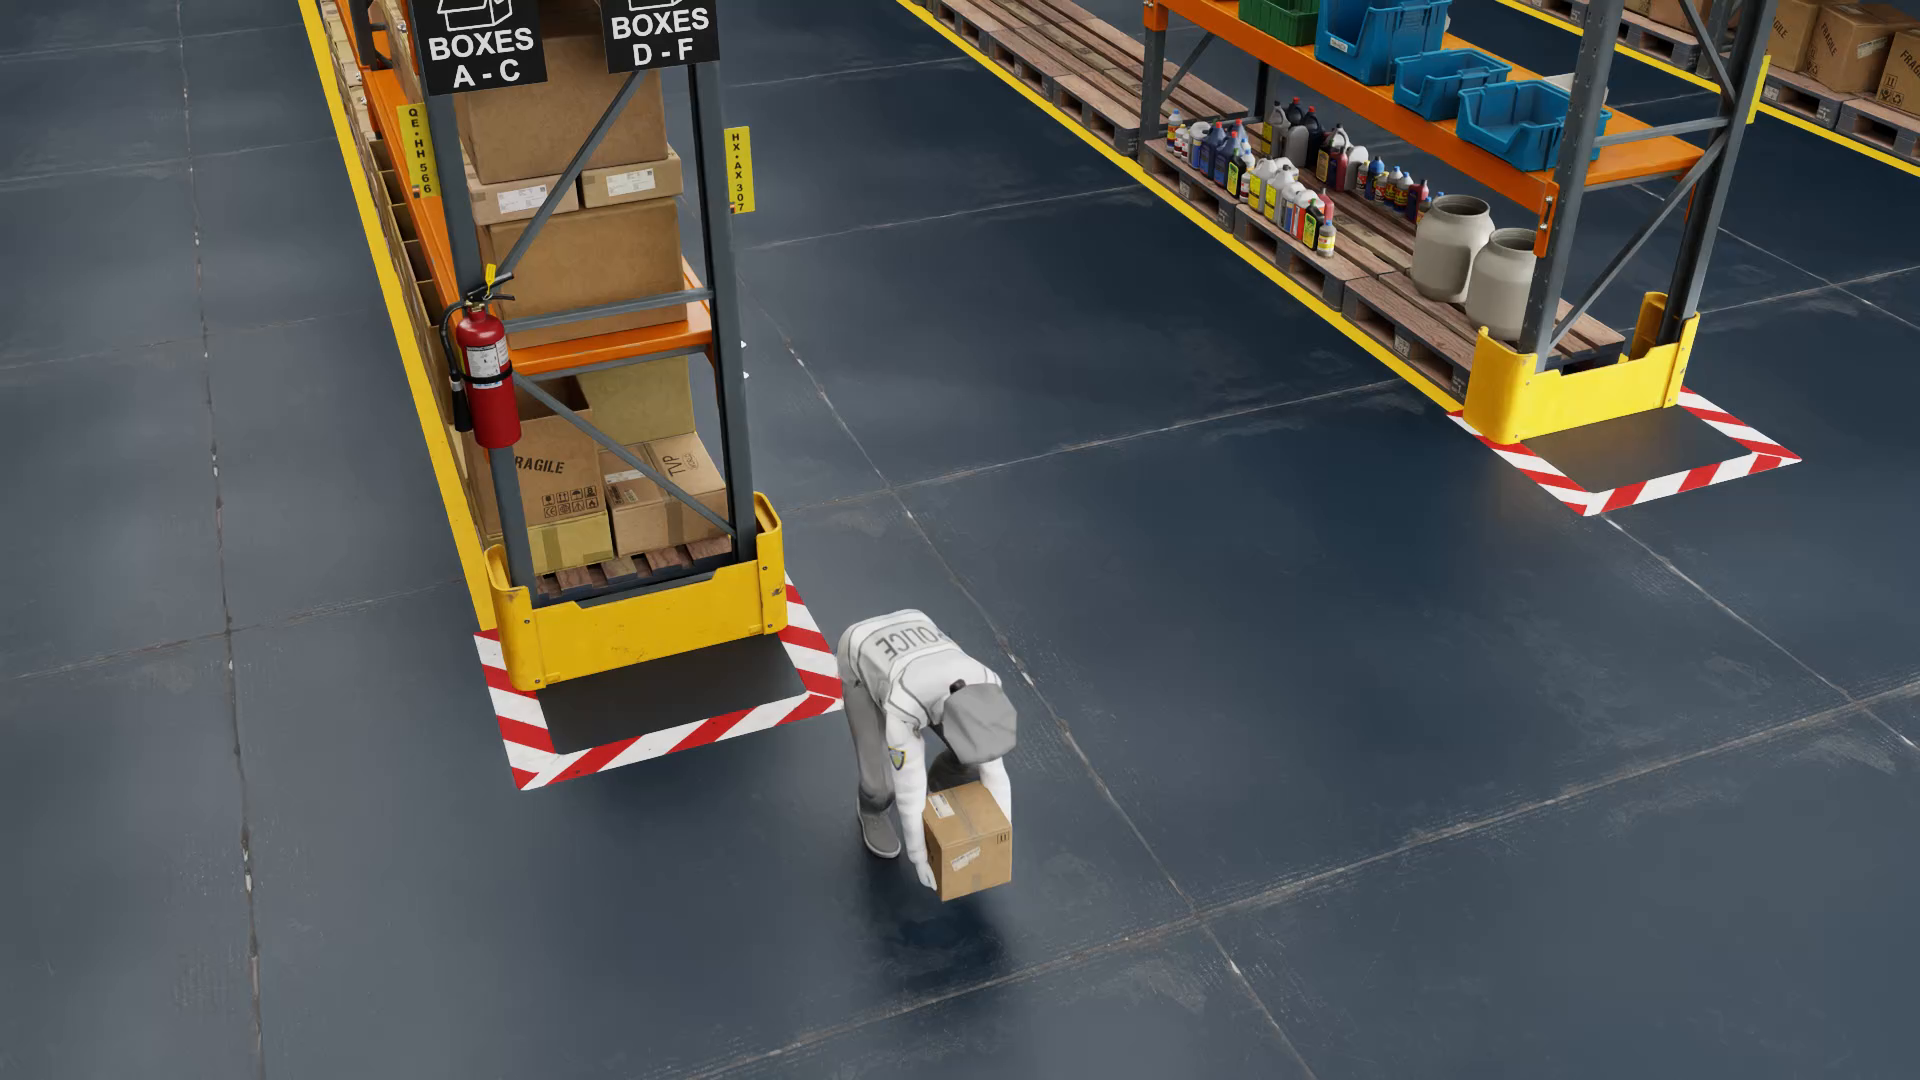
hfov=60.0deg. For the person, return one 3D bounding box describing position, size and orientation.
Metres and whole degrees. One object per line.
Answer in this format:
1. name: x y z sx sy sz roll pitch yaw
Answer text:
1. person: -0.108 0.718 5.674 0.466 0.990 0.917 -15 36 -21
